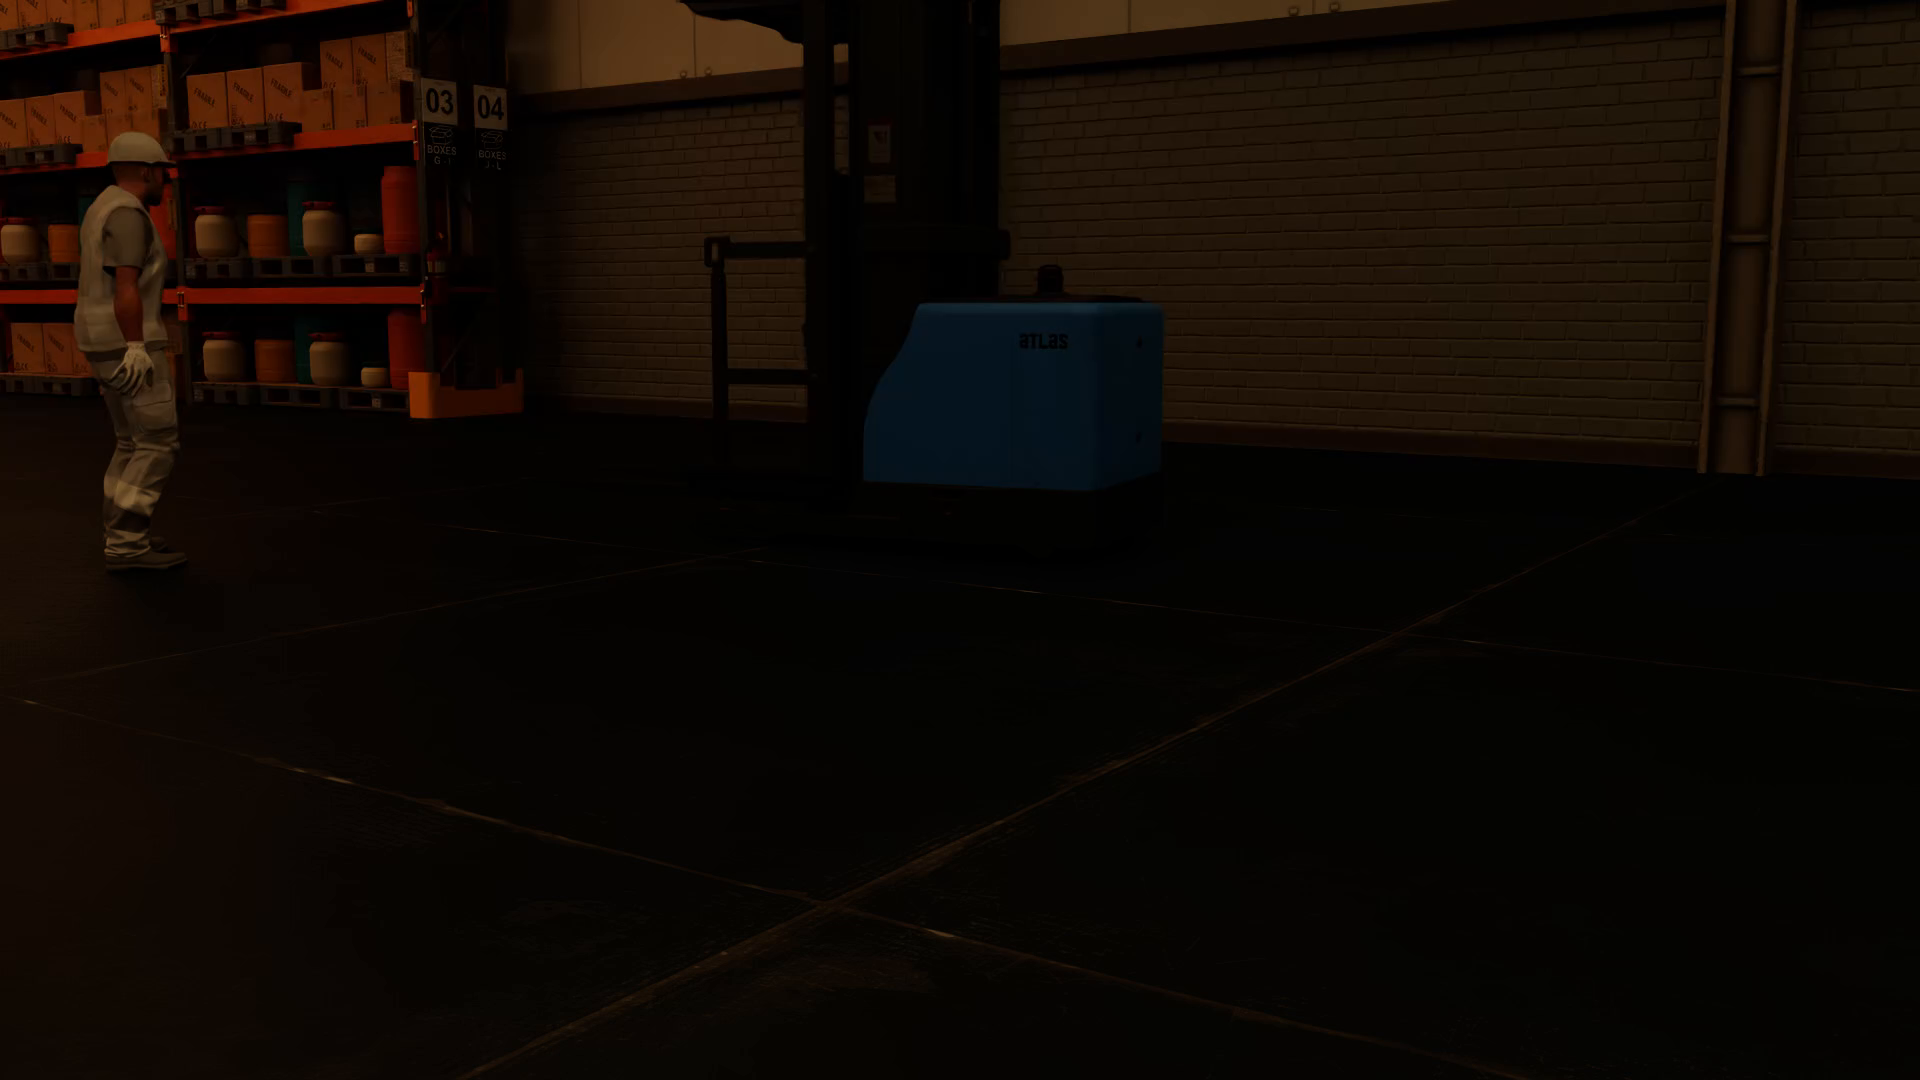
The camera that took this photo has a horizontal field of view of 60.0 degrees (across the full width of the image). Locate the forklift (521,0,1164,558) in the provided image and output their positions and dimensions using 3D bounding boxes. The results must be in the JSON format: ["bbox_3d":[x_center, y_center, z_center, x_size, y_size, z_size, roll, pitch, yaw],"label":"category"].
[{"bbox_3d":[-0.629,-1.488,7.659,3.031,2.935,1.130,4,9,23],"label":"forklift"}]

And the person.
[{"bbox_3d":[-3.347,-0.765,6.760,0.428,1.752,0.839,-7,11,-40],"label":"person"}]
